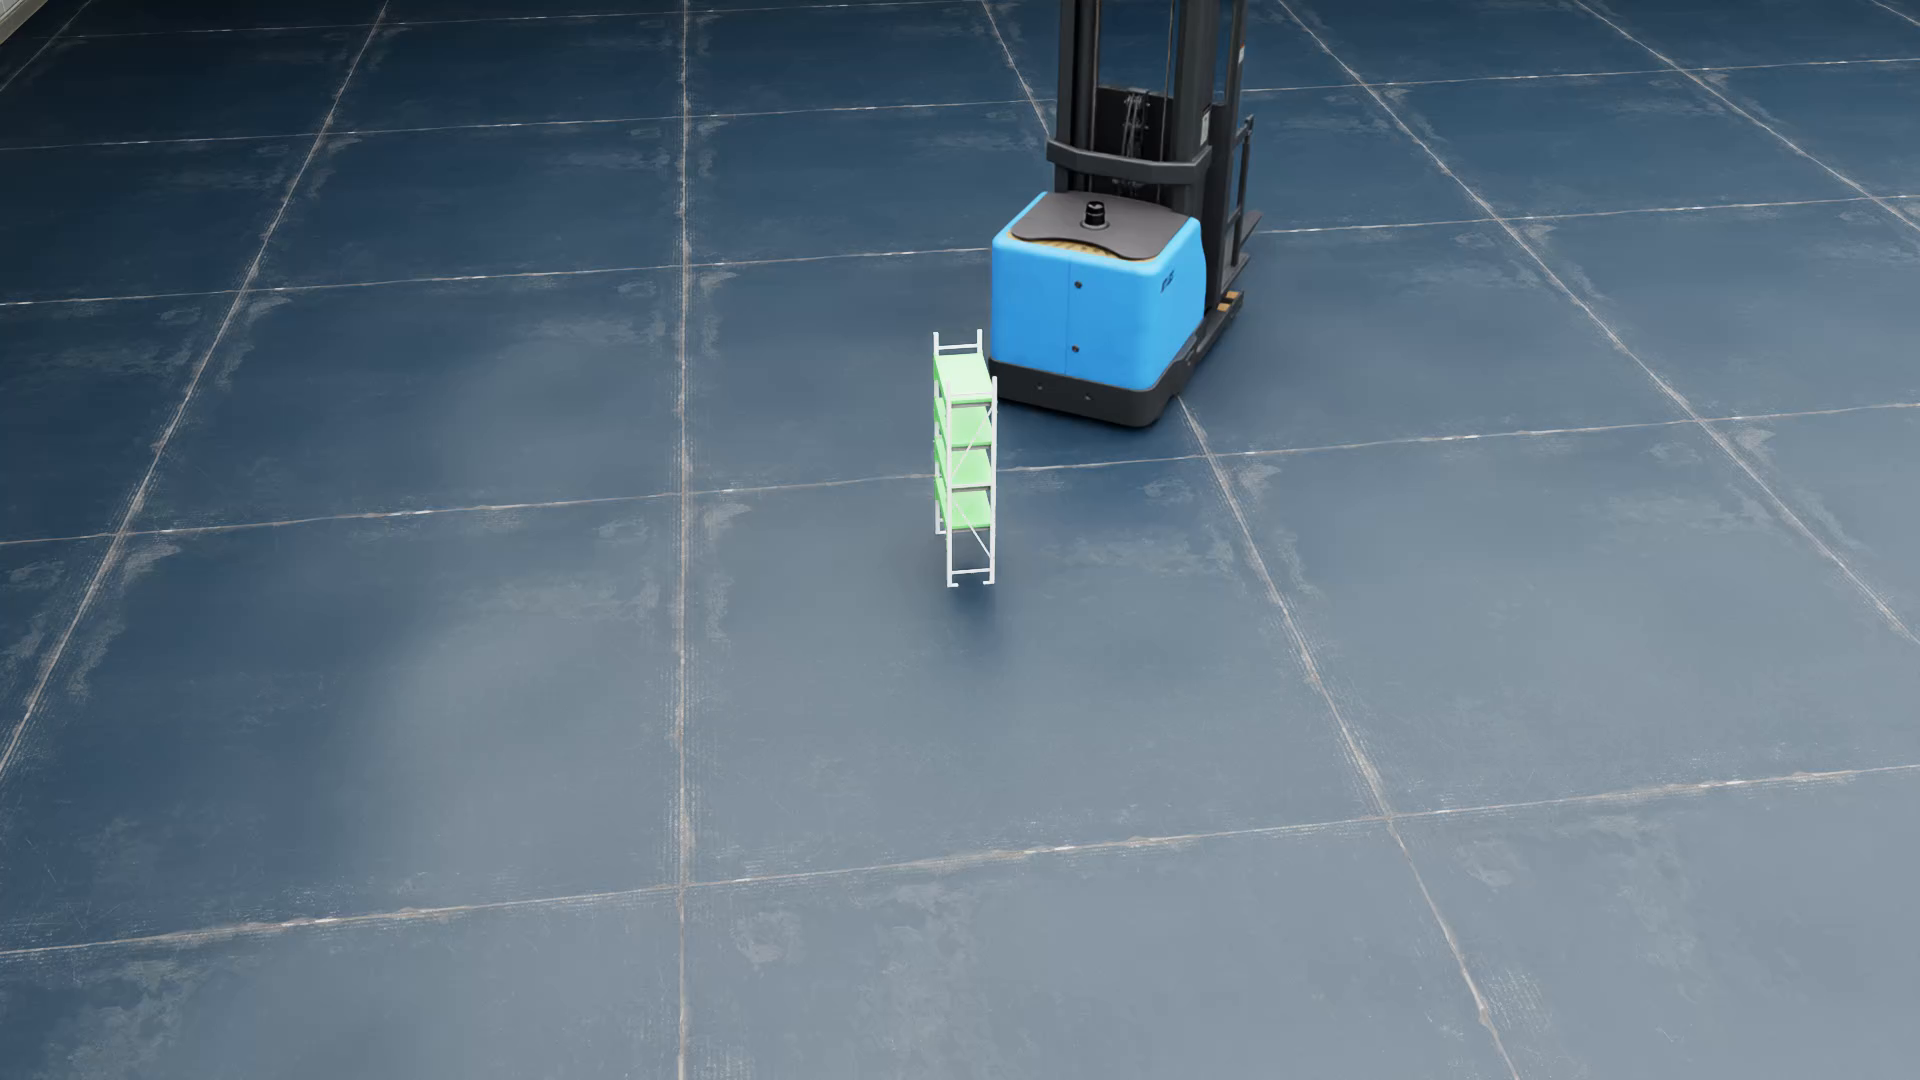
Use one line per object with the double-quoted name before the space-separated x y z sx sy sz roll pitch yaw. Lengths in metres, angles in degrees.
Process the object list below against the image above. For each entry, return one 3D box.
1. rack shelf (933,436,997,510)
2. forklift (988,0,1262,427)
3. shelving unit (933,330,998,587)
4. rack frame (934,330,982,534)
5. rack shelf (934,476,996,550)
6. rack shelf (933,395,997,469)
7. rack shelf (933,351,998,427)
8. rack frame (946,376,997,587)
"rack shelf" 0.022 -0.351 8.441 0.258 0.148 0.480 -4 35 -6
"forklift" 1.238 -2.692 10.226 1.130 2.935 3.031 14 37 20
"shelving unit" 0.022 -0.403 8.405 0.258 1.200 0.503 -4 35 -6
"rack frame" -0.011 -0.540 8.605 0.240 1.200 0.015 -4 35 -6
"rack shelf" 0.022 -0.152 8.576 0.258 0.148 0.480 -4 35 -6
"rack shelf" 0.022 -0.549 8.306 0.258 0.148 0.480 -4 35 -6
"rack shelf" 0.022 -0.747 8.171 0.258 0.148 0.480 -4 35 -6
"rack frame" 0.055 -0.267 8.205 0.240 1.200 0.015 -4 35 -6
